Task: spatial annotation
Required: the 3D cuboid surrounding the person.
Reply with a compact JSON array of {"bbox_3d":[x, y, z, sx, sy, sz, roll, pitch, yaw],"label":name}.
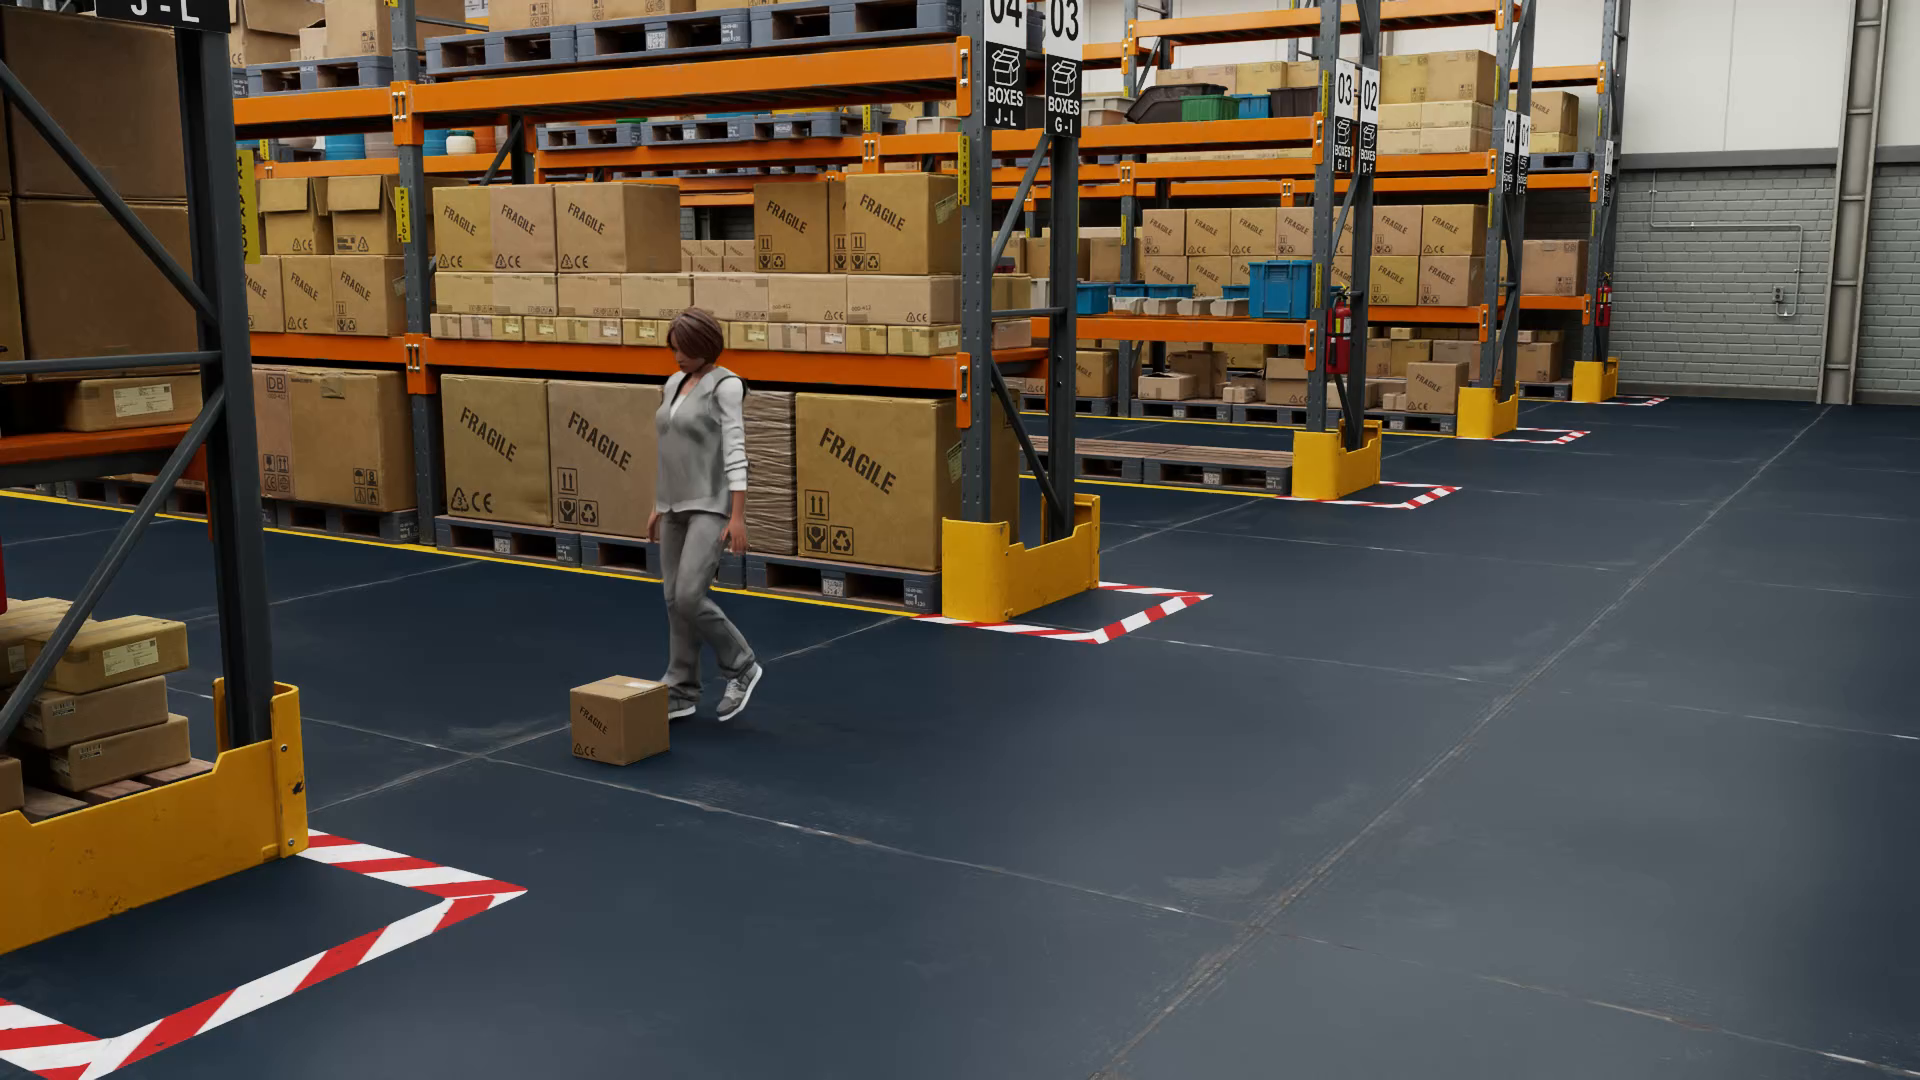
[{"bbox_3d":[-1.021,-0.074,6.347,0.507,1.581,0.434,9,13,43],"label":"person"}]
